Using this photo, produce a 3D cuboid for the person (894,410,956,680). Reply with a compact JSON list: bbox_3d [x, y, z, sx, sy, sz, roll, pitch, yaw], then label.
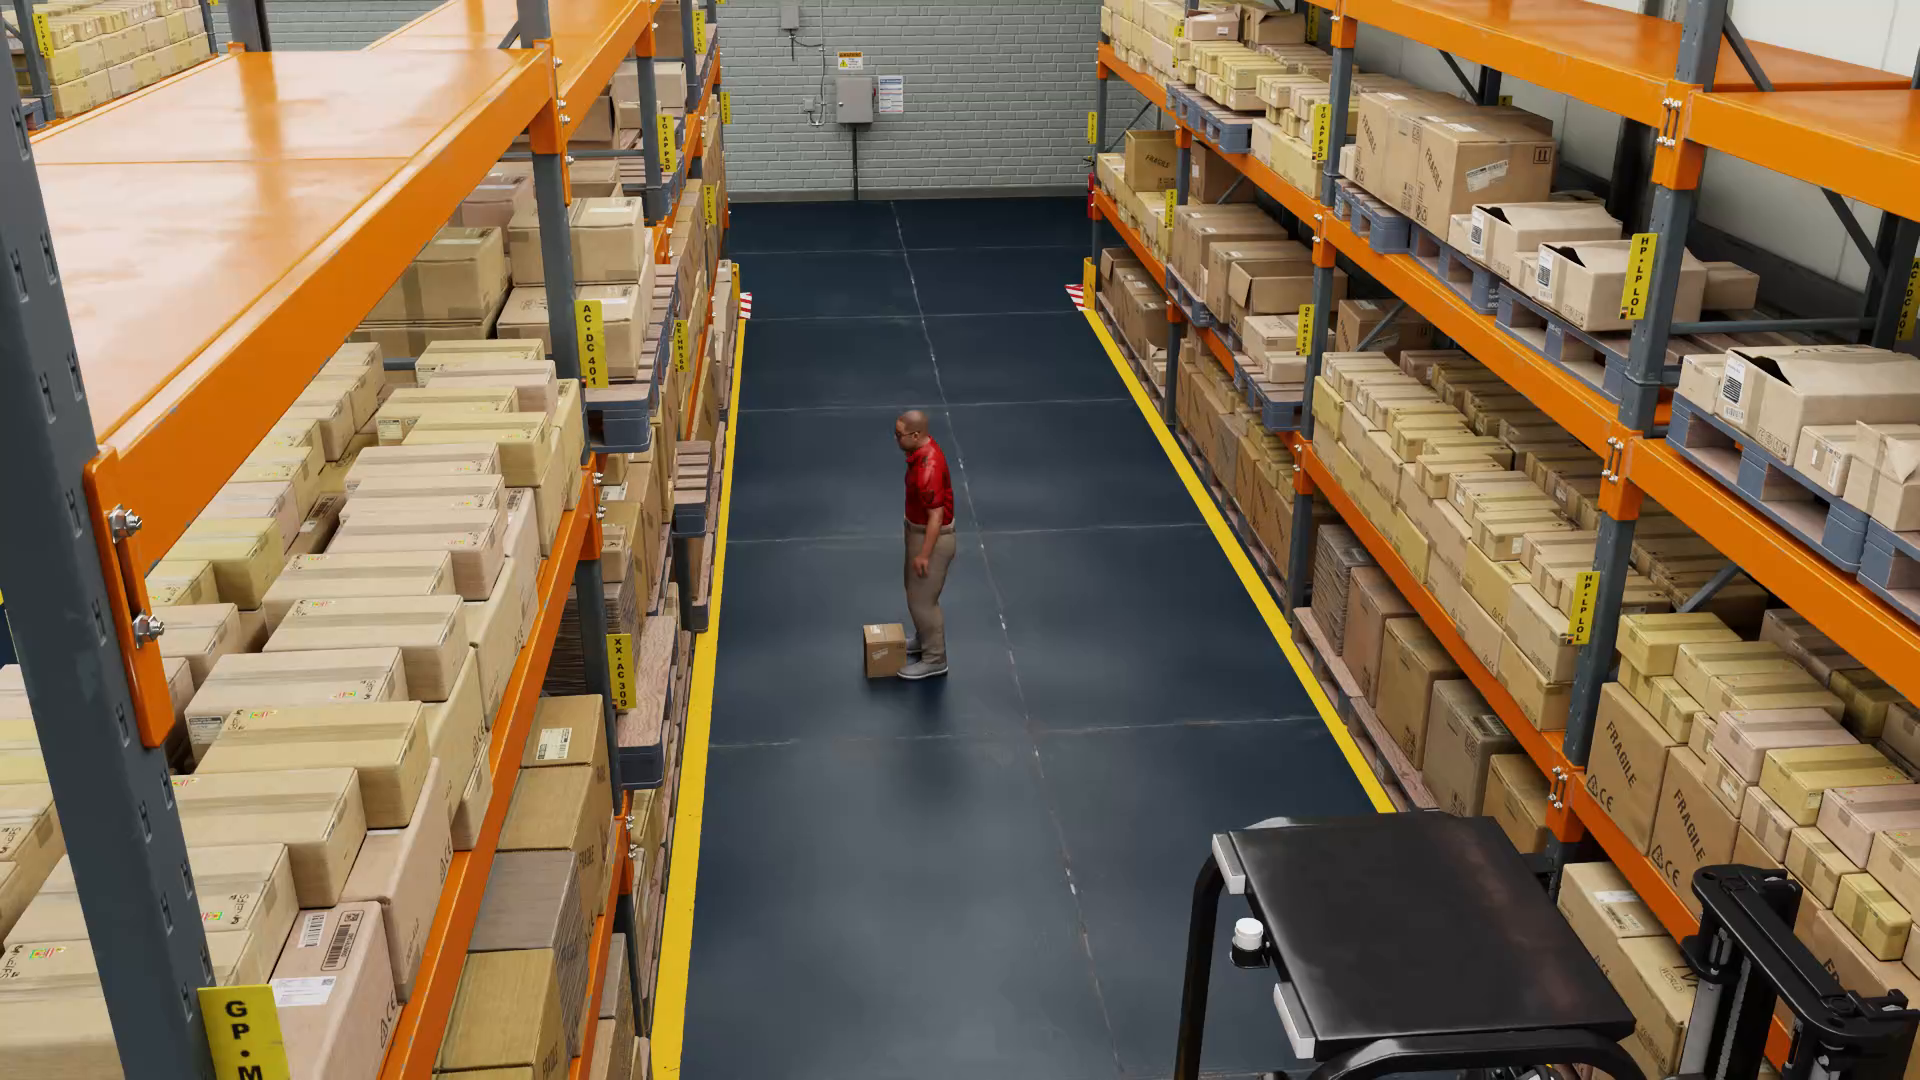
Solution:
[{"bbox_3d":[-0.228,0.007,10.327,0.396,1.726,0.585,-2,24,-5],"label":"person"}]
